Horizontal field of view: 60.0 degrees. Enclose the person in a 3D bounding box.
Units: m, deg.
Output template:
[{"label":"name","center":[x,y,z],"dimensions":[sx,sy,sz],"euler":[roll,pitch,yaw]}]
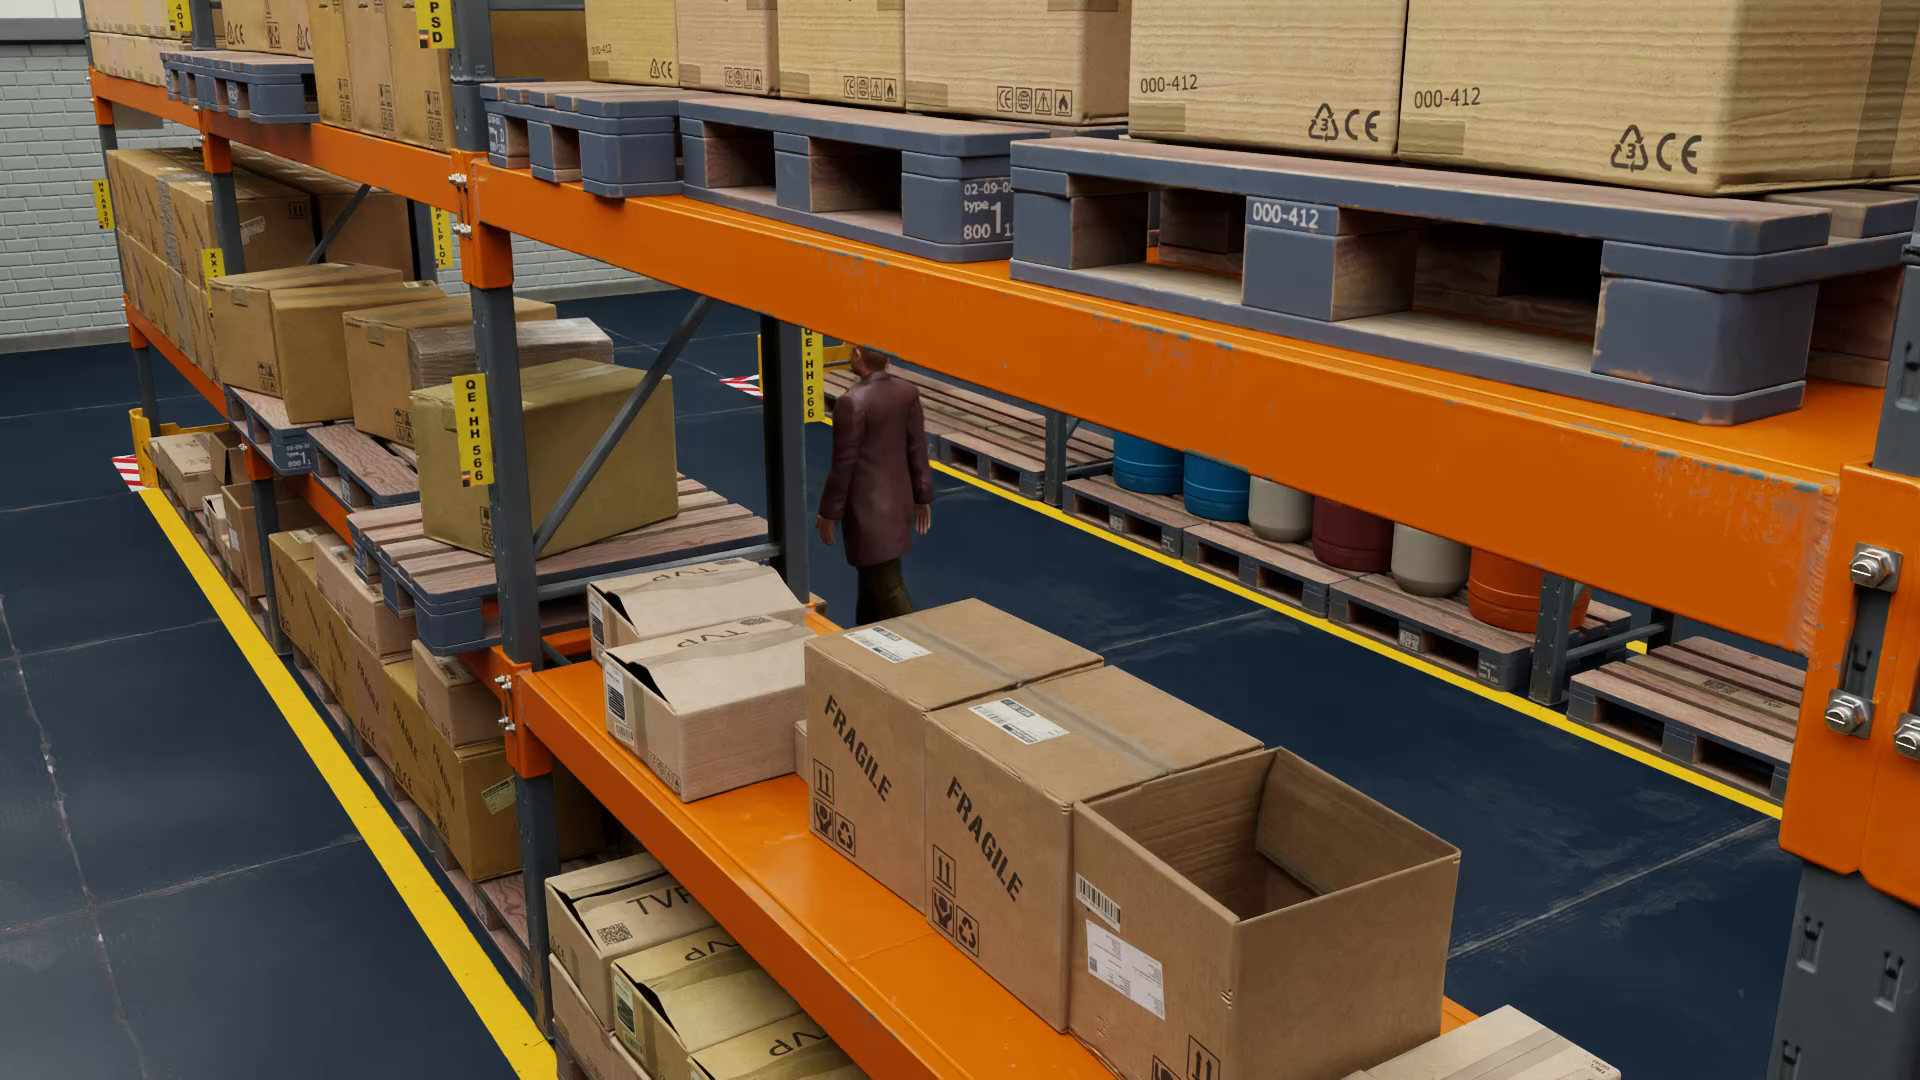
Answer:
[{"label":"person","center":[-0.448,-0.153,8.026],"dimensions":[0.736,1.770,0.590],"euler":[10,20,28]}]
